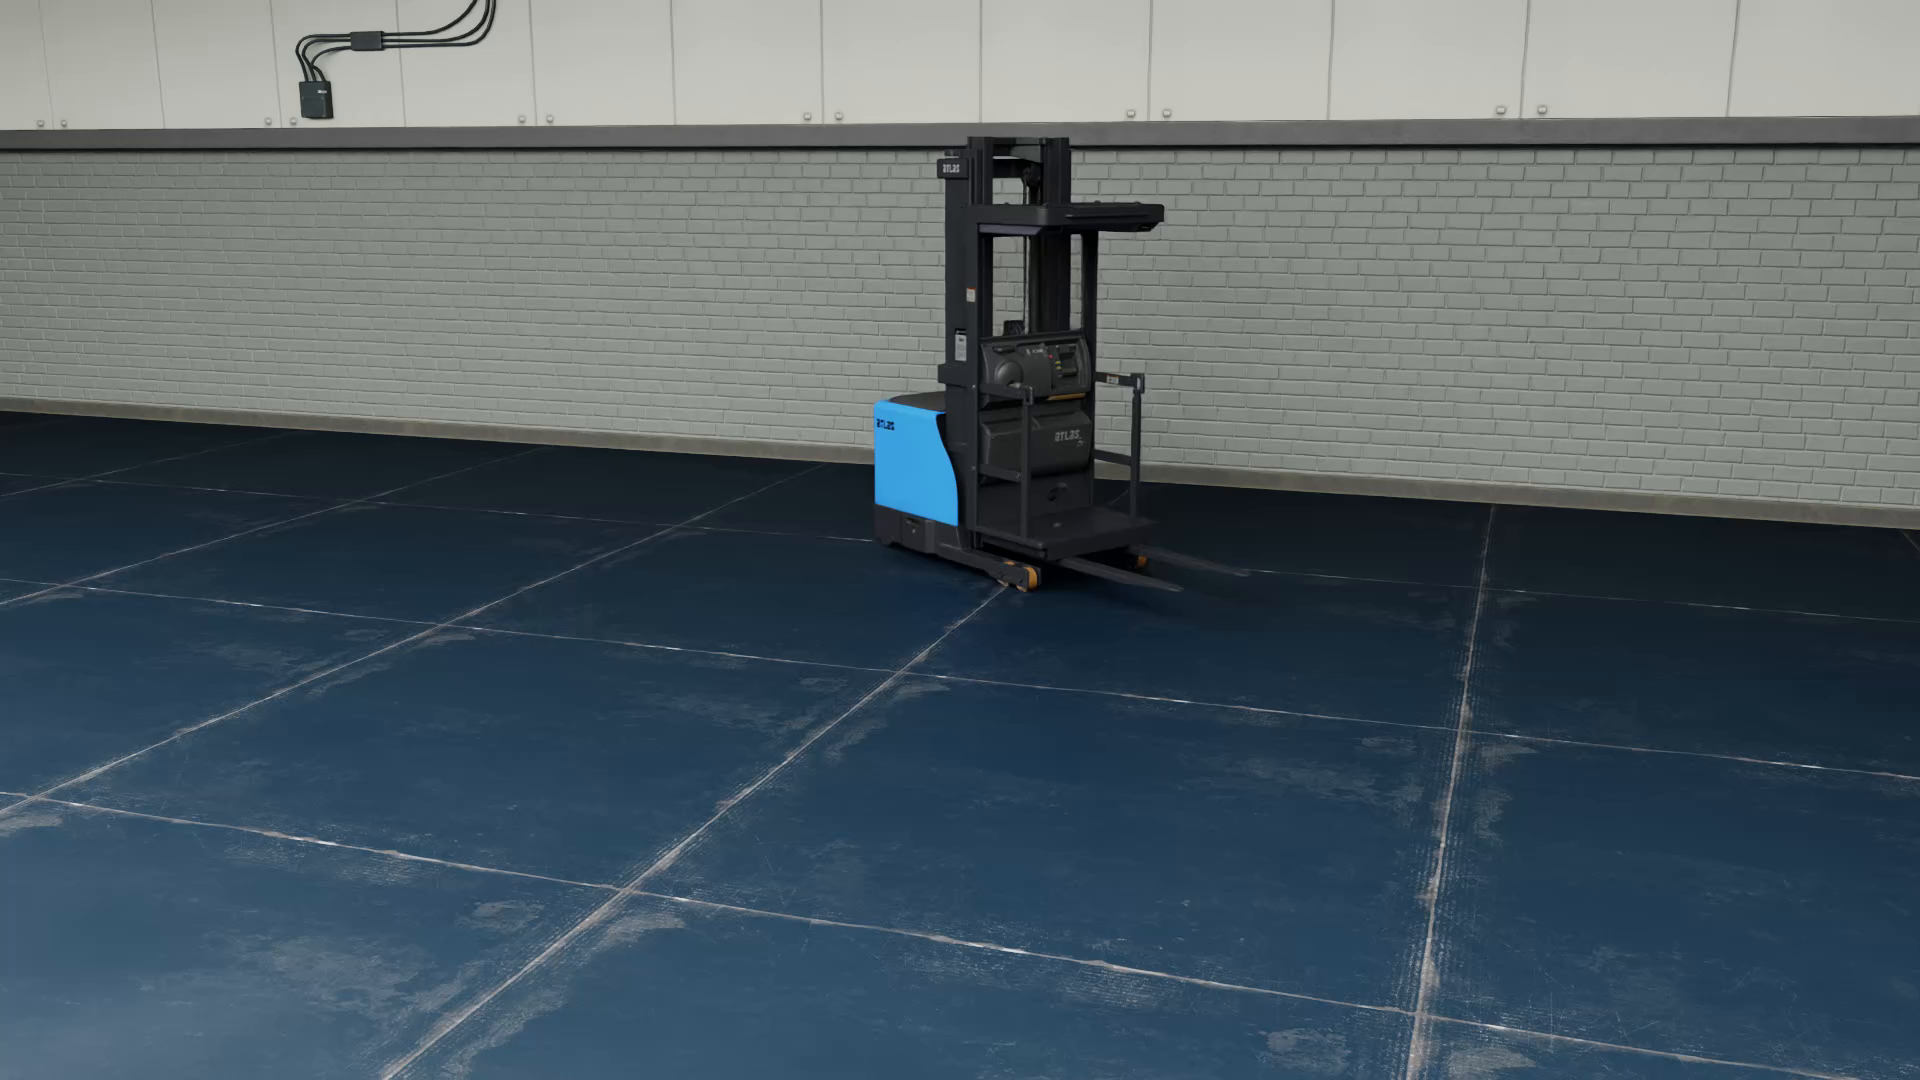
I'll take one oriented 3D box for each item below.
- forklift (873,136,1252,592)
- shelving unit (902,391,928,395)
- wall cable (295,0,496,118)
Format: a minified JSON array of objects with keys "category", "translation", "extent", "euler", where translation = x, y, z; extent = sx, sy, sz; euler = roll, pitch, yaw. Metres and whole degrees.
[{"category":"forklift","translation":[0.657,-1.212,11.213],"extent":[1.130,2.935,3.031],"euler":[-10,16,-37]},{"category":"shelving unit","translation":[-0.281,-0.594,12.731],"extent":[0.252,1.050,0.215],"euler":[-10,16,-38]},{"category":"wall cable","translation":[-5.518,-7.098,15.719],"extent":[2.305,6.003,0.169],"euler":[4,14,18]}]
